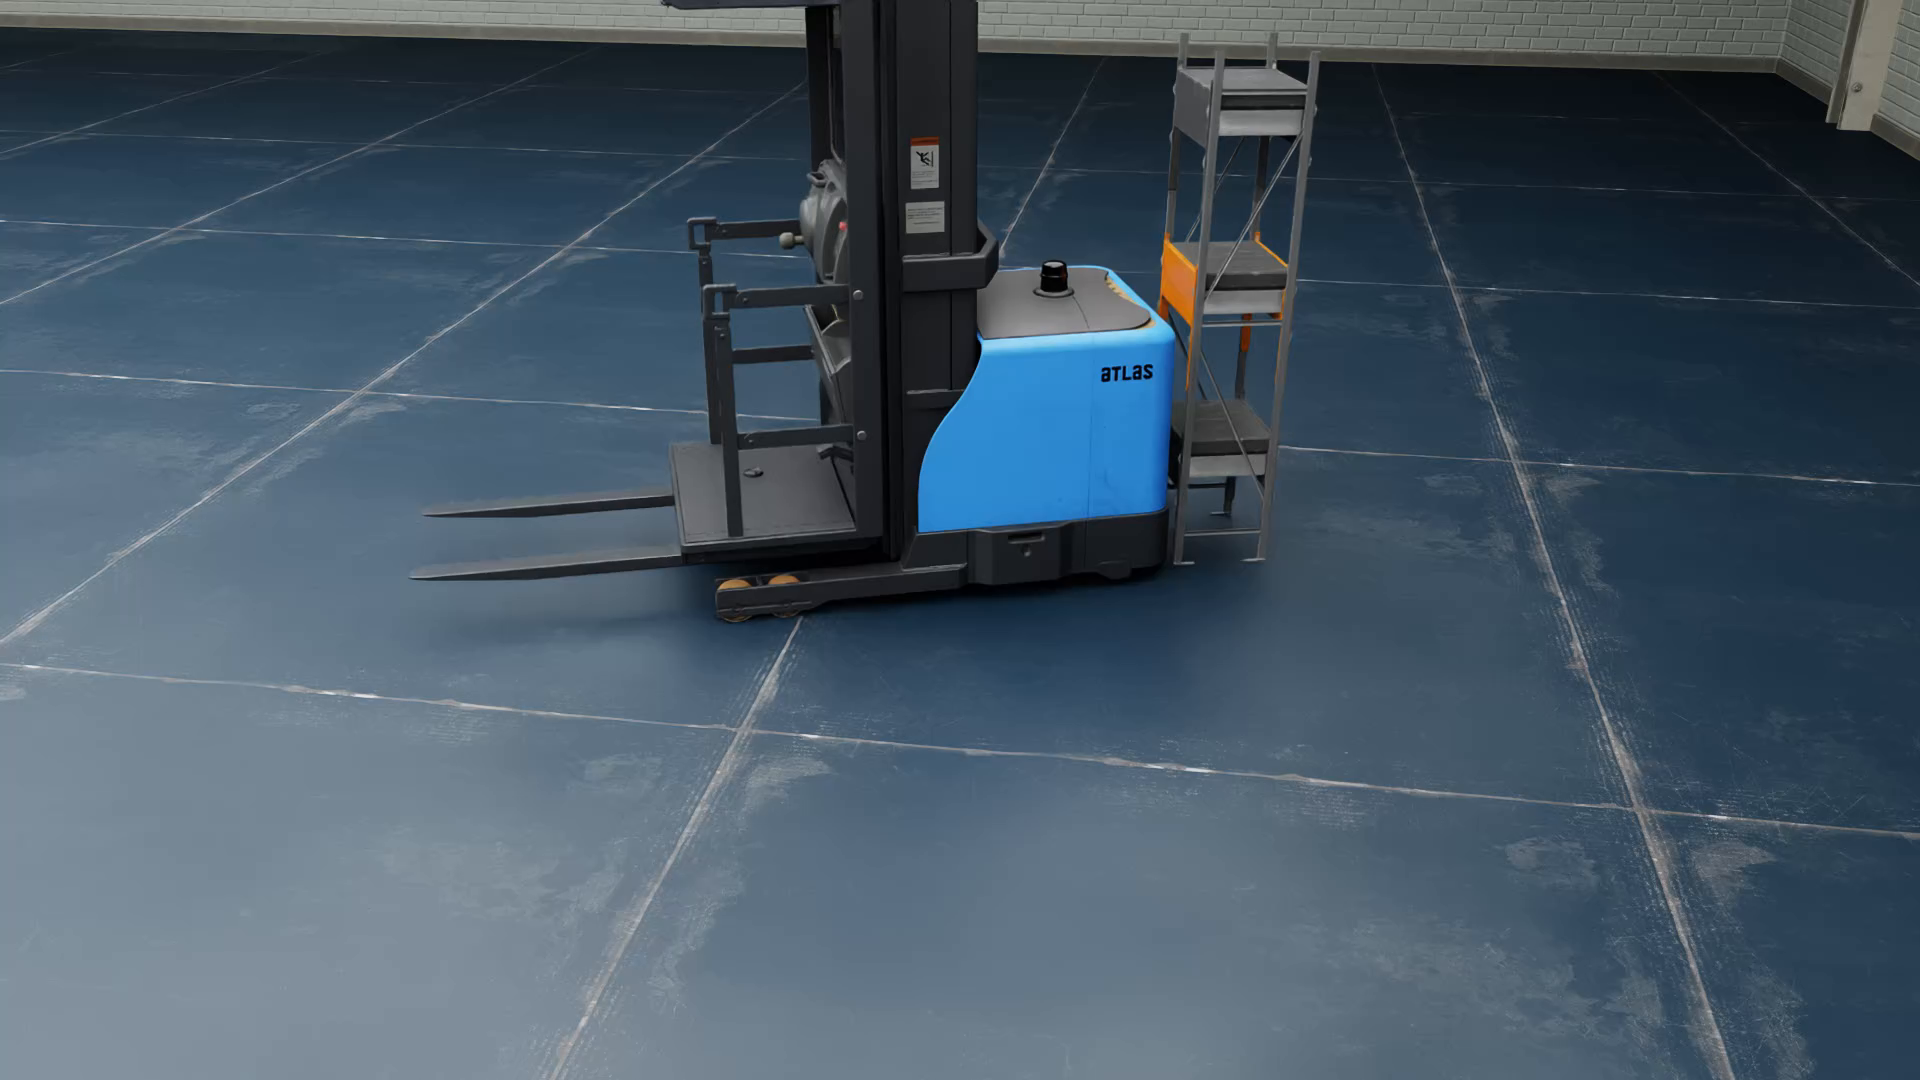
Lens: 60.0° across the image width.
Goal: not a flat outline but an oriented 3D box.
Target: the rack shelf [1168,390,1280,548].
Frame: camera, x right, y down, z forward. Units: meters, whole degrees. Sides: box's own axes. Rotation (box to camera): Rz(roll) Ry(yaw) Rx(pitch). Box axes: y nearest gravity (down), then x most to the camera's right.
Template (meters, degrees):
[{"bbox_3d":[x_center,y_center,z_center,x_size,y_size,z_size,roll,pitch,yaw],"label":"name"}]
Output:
[{"bbox_3d":[1.066,-0.309,7.105,0.431,0.518,0.480,-3,25,-8],"label":"rack shelf"}]

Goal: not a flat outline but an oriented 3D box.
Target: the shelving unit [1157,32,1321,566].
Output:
[{"bbox_3d":[1.081,-0.956,6.804,0.431,2.100,0.503,-3,25,-8],"label":"shelving unit"}]

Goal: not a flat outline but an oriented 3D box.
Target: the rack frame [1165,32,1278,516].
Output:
[{"bbox_3d":[1.044,-1.059,7.022,0.400,2.100,0.015,-3,25,-8],"label":"rack frame"}]

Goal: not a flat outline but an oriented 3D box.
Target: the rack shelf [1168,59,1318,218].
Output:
[{"bbox_3d":[1.095,-1.578,6.514,0.431,0.518,0.480,-3,25,-8],"label":"rack shelf"}]

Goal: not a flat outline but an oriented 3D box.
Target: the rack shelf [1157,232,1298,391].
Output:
[{"bbox_3d":[1.080,-0.944,6.810,0.431,0.518,0.480,-3,25,-8],"label":"rack shelf"}]

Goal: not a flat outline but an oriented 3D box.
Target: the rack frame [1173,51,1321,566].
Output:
[{"bbox_3d":[1.117,-0.853,6.585,0.400,2.100,0.015,-3,25,-8],"label":"rack frame"}]

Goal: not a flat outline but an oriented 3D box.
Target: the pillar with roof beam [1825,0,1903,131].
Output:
[{"bbox_3d":[4.035,-8.229,14.216,9.100,9.000,0.400,4,25,9],"label":"pillar with roof beam"}]

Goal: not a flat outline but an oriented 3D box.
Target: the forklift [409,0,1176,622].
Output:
[{"bbox_3d":[-0.710,-1.247,6.457,3.031,2.935,1.130,-5,26,-11],"label":"forklift"}]
